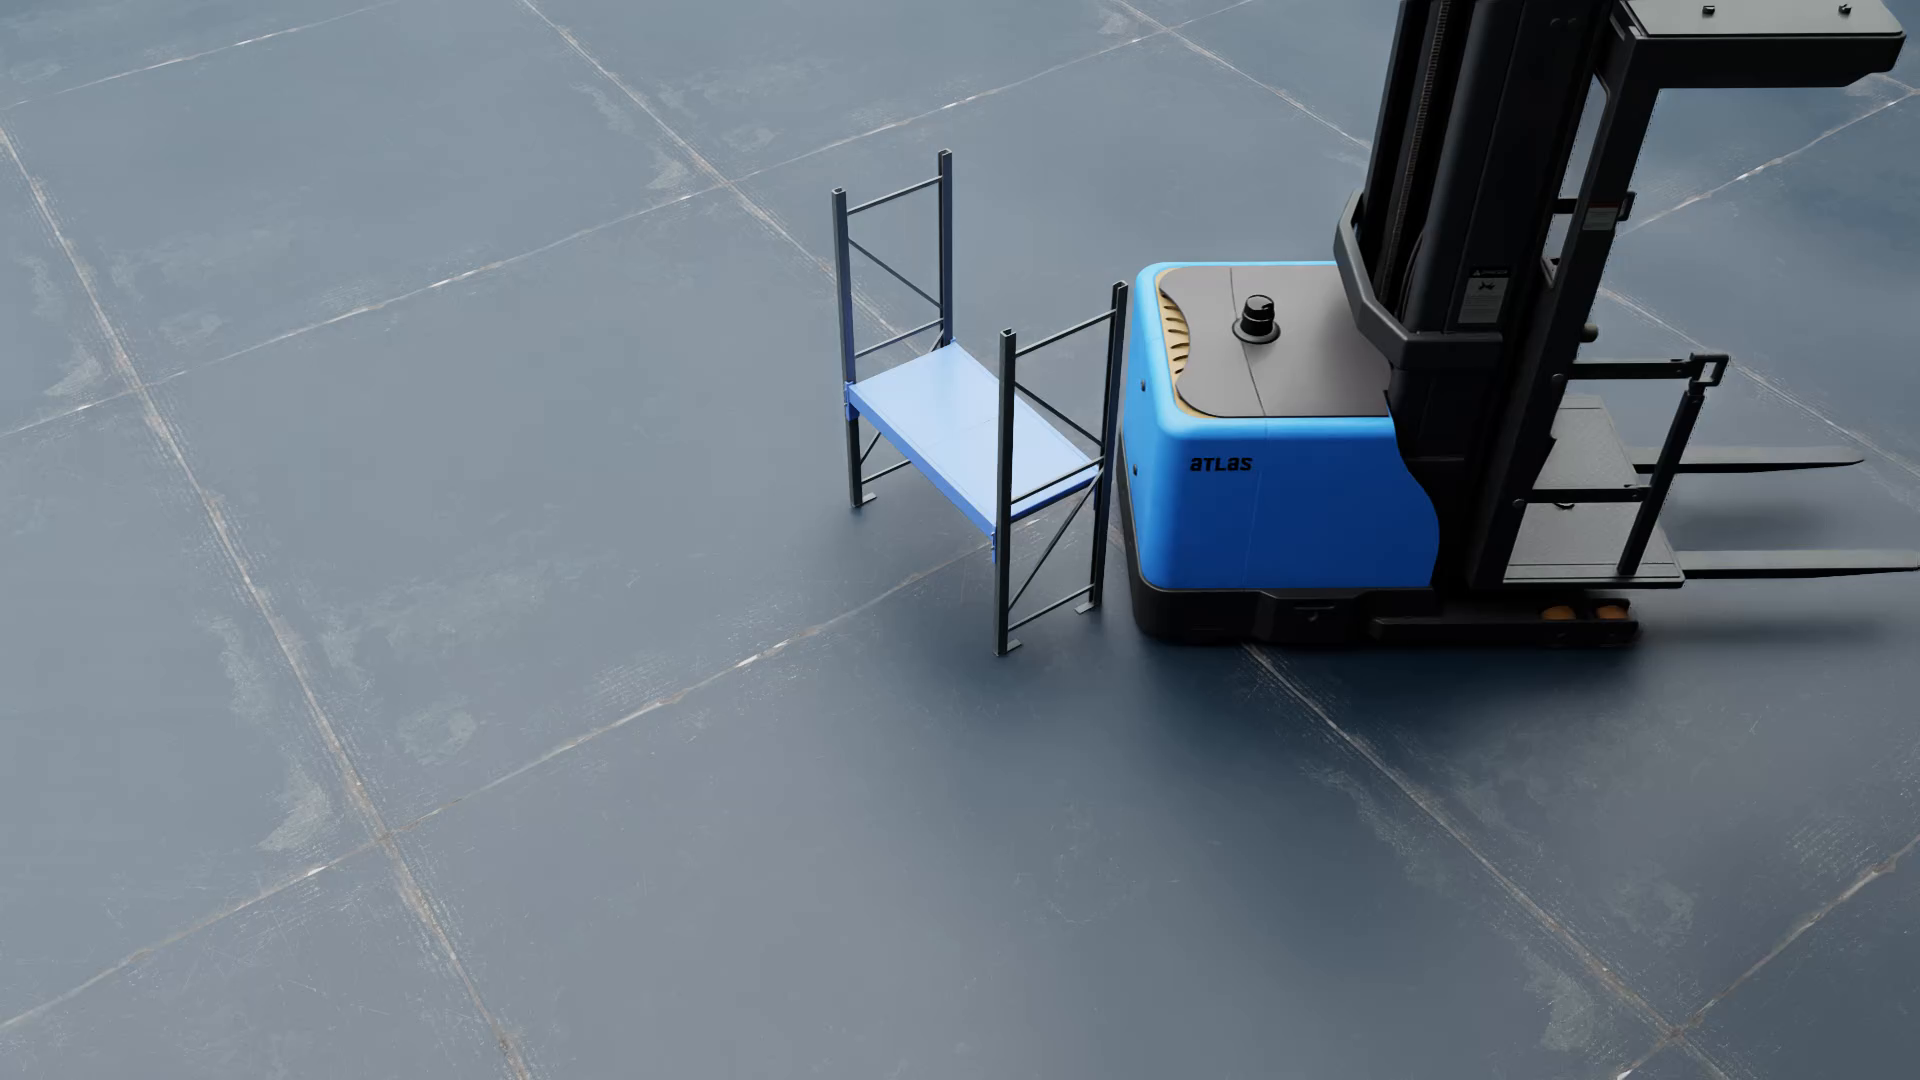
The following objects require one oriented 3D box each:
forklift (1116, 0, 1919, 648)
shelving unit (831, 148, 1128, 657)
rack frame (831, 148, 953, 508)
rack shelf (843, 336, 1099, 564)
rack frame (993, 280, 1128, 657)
[{"bbox_3d":[2.172,-1.020,5.696,3.031,2.935,1.130,-1,44,-1],"label":"forklift"},{"bbox_3d":[0.049,-0.494,6.182,0.538,1.500,1.048,-26,49,-24],"label":"shelving unit"},{"bbox_3d":[-0.242,-0.782,6.483,0.500,1.500,0.032,-26,49,-24],"label":"rack frame"},{"bbox_3d":[0.049,-0.364,6.306,0.538,0.185,1.000,-26,49,-24],"label":"rack shelf"},{"bbox_3d":[0.340,-0.206,5.880,0.500,1.500,0.032,-26,49,-24],"label":"rack frame"}]
